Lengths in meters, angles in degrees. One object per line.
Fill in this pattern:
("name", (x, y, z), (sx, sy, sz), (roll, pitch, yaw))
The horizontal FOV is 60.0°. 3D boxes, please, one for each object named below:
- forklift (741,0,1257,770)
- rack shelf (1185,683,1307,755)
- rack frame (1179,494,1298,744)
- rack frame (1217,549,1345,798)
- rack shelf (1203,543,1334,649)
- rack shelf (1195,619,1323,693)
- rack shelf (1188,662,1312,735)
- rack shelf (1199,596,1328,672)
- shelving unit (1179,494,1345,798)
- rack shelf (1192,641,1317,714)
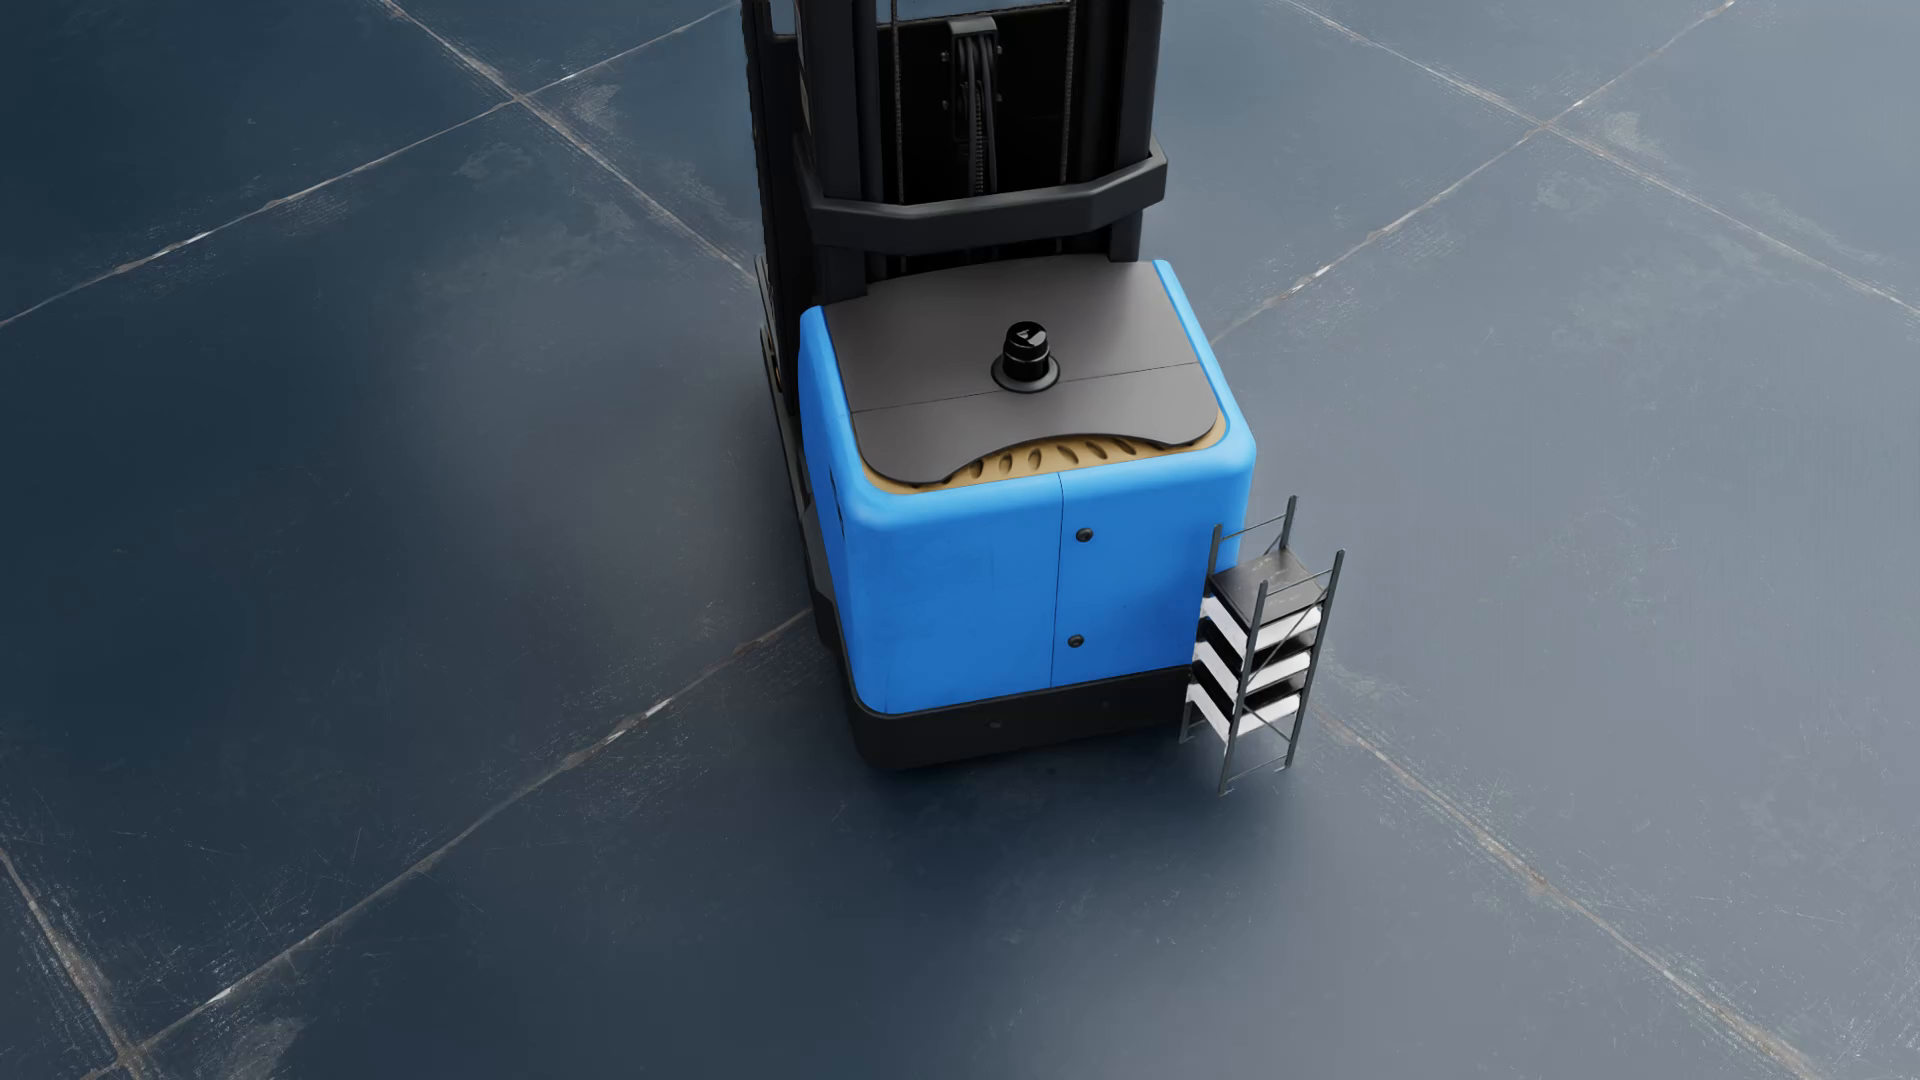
("forklift", (-0.071, -1.466, 4.608), (1.130, 2.935, 3.031), (-9, 48, -8))
("rack shelf", (0.774, 0.444, 4.518), (0.258, 0.077, 0.200), (-20, 50, -18))
("rack frame", (0.729, 0.232, 4.423), (0.240, 0.900, 0.006), (-20, 50, -18))
("rack frame", (0.819, 0.366, 4.300), (0.240, 0.900, 0.006), (-20, 50, -18))
("rack shelf", (0.774, 0.139, 4.188), (0.258, 0.077, 0.200), (-20, 50, -18))
("rack shelf", (0.774, 0.261, 4.320), (0.258, 0.077, 0.200), (-20, 50, -18))
("rack shelf", (0.774, 0.383, 4.452), (0.258, 0.077, 0.200), (-20, 50, -18))
("rack shelf", (0.774, 0.200, 4.254), (0.258, 0.077, 0.200), (-20, 50, -18))
("shelving unit", (0.774, 0.299, 4.362), (0.258, 0.900, 0.210), (-20, 50, -18))
("rack shelf", (0.774, 0.322, 4.386), (0.258, 0.077, 0.200), (-20, 50, -18))
